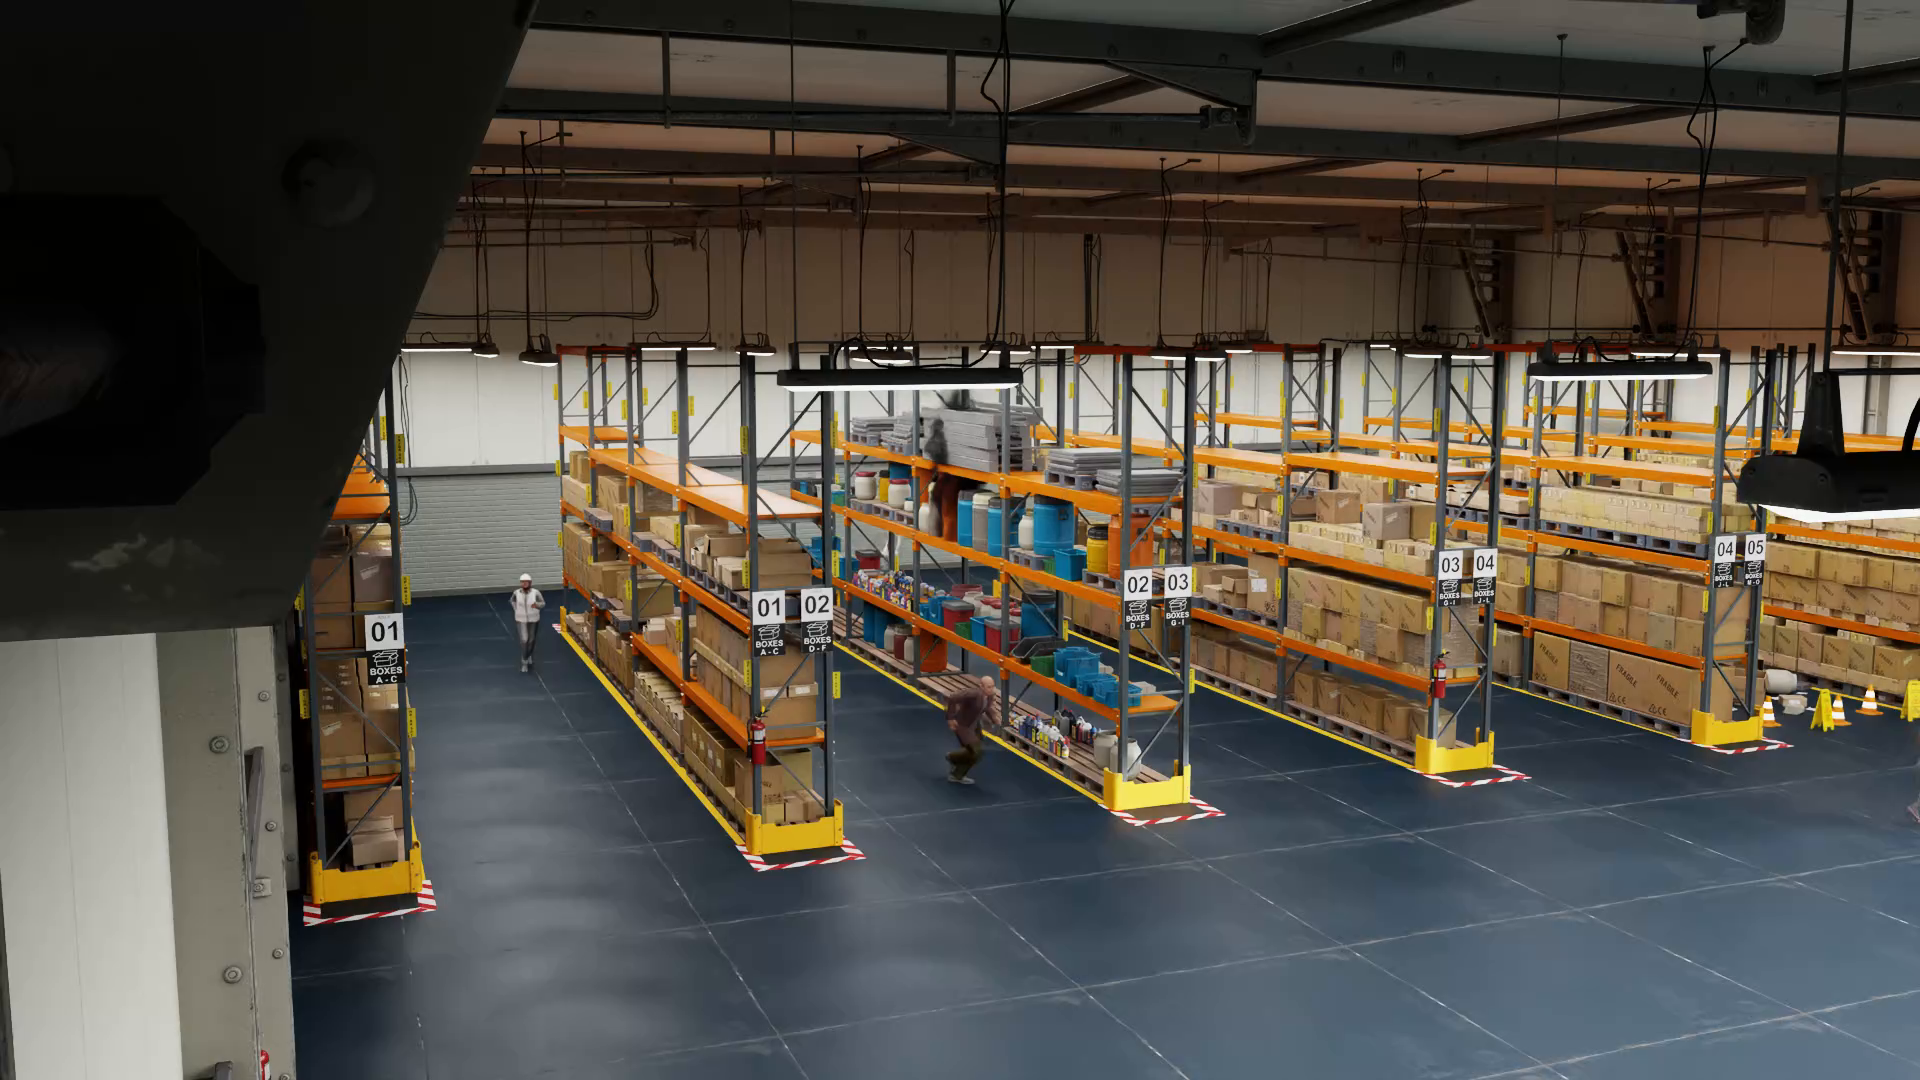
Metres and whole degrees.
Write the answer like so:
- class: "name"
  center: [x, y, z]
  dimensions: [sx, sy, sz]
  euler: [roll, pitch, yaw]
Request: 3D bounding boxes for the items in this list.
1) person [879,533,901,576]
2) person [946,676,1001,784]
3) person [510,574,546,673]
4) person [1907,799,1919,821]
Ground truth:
- class: "person"
  center: [-1.774, 0.431, 39.969]
  dimensions: [1.036, 1.727, 0.708]
  euler: [0, 7, 2]
- class: "person"
  center: [0.154, 2.638, 22.969]
  dimensions: [0.869, 1.597, 0.736]
  euler: [6, 9, 38]
- class: "person"
  center: [-8.034, 1.535, 30.991]
  dimensions: [0.629, 1.843, 0.782]
  euler: [-2, 8, -17]
- class: "person"
  center: [12.572, 2.912, 21.052]
  dimensions: [0.966, 1.616, 0.615]
  euler: [2, 8, 18]
